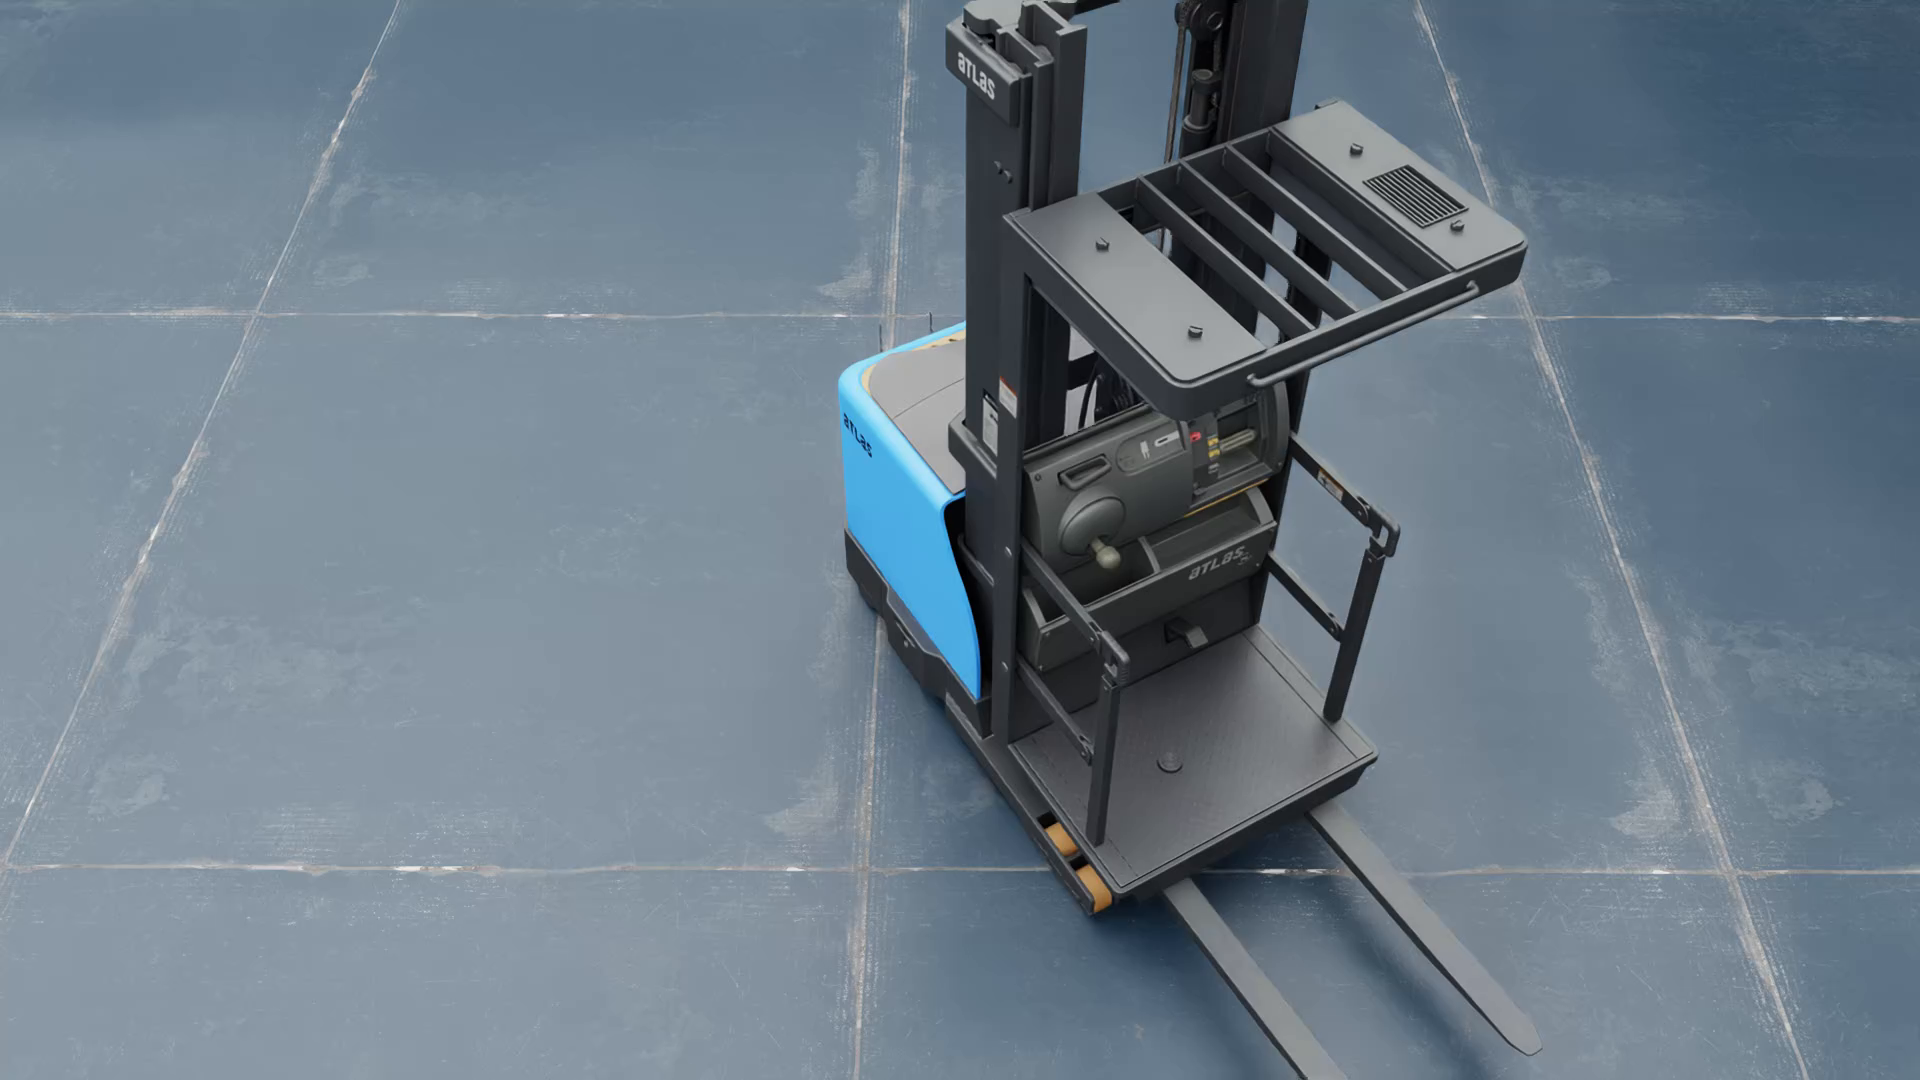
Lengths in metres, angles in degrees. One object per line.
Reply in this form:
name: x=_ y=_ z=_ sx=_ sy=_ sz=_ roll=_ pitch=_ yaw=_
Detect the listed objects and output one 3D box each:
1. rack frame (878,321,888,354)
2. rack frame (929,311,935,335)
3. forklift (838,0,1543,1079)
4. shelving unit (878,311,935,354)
rack frame: x=-0.274 y=-0.450 z=6.634 sx=0.006 sy=0.900 sz=0.240 roll=-13 pitch=48 yaw=-12
rack frame: x=-0.080 y=-0.495 z=6.676 sx=0.006 sy=0.900 sz=0.240 roll=-13 pitch=48 yaw=-12
forklift: x=0.729 y=-0.126 z=4.946 sx=1.130 sy=2.935 sz=3.031 roll=-23 pitch=51 yaw=-20
shelving unit: x=-0.177 y=-0.473 z=6.655 sx=0.210 sy=0.900 sz=0.258 roll=-13 pitch=48 yaw=-12
